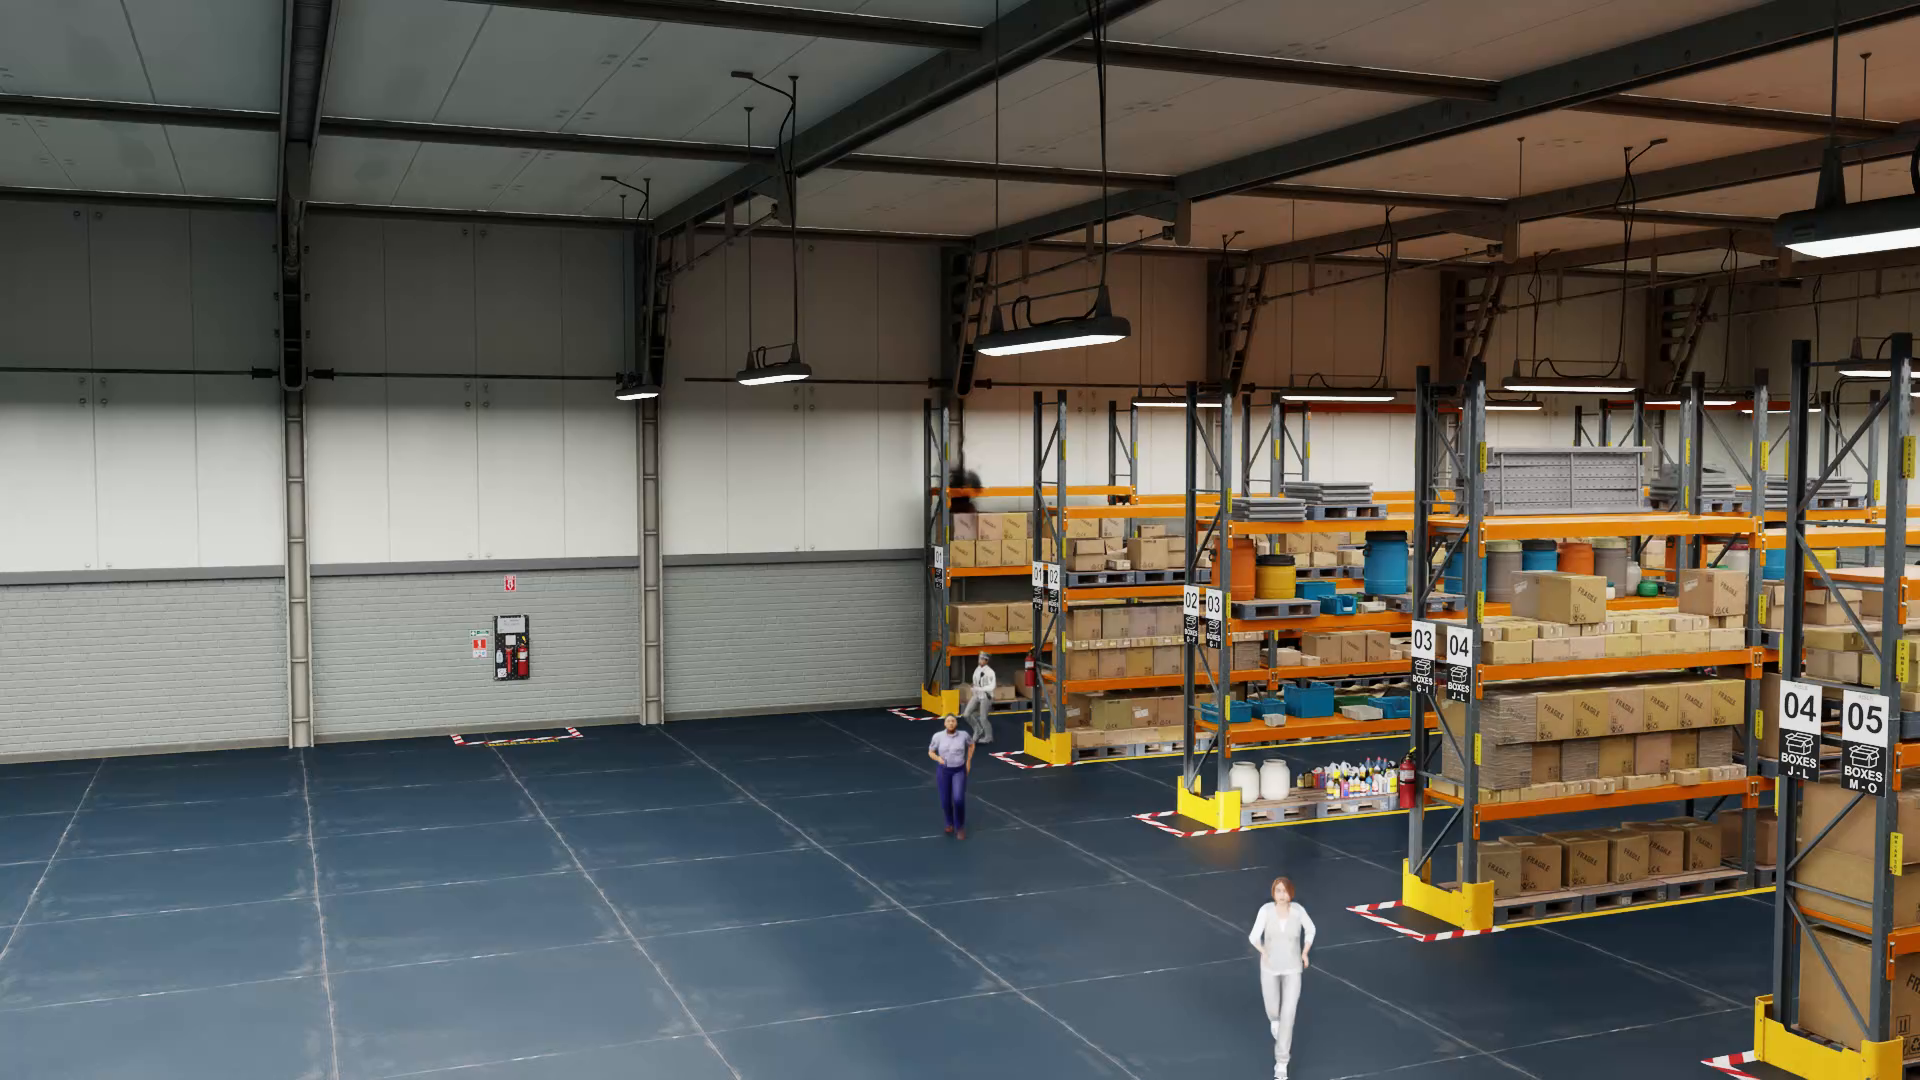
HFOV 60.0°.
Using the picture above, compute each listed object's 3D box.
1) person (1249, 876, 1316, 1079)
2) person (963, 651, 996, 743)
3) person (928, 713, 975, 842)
[{"bbox_3d":[2.660,3.559,13.738,0.538,1.591,0.839,1,3,12],"label":"person"},{"bbox_3d":[0.401,2.678,28.304,0.608,1.626,0.602,-3,4,-37],"label":"person"},{"bbox_3d":[-0.116,3.083,21.647,0.592,1.679,0.703,0,3,5],"label":"person"}]
